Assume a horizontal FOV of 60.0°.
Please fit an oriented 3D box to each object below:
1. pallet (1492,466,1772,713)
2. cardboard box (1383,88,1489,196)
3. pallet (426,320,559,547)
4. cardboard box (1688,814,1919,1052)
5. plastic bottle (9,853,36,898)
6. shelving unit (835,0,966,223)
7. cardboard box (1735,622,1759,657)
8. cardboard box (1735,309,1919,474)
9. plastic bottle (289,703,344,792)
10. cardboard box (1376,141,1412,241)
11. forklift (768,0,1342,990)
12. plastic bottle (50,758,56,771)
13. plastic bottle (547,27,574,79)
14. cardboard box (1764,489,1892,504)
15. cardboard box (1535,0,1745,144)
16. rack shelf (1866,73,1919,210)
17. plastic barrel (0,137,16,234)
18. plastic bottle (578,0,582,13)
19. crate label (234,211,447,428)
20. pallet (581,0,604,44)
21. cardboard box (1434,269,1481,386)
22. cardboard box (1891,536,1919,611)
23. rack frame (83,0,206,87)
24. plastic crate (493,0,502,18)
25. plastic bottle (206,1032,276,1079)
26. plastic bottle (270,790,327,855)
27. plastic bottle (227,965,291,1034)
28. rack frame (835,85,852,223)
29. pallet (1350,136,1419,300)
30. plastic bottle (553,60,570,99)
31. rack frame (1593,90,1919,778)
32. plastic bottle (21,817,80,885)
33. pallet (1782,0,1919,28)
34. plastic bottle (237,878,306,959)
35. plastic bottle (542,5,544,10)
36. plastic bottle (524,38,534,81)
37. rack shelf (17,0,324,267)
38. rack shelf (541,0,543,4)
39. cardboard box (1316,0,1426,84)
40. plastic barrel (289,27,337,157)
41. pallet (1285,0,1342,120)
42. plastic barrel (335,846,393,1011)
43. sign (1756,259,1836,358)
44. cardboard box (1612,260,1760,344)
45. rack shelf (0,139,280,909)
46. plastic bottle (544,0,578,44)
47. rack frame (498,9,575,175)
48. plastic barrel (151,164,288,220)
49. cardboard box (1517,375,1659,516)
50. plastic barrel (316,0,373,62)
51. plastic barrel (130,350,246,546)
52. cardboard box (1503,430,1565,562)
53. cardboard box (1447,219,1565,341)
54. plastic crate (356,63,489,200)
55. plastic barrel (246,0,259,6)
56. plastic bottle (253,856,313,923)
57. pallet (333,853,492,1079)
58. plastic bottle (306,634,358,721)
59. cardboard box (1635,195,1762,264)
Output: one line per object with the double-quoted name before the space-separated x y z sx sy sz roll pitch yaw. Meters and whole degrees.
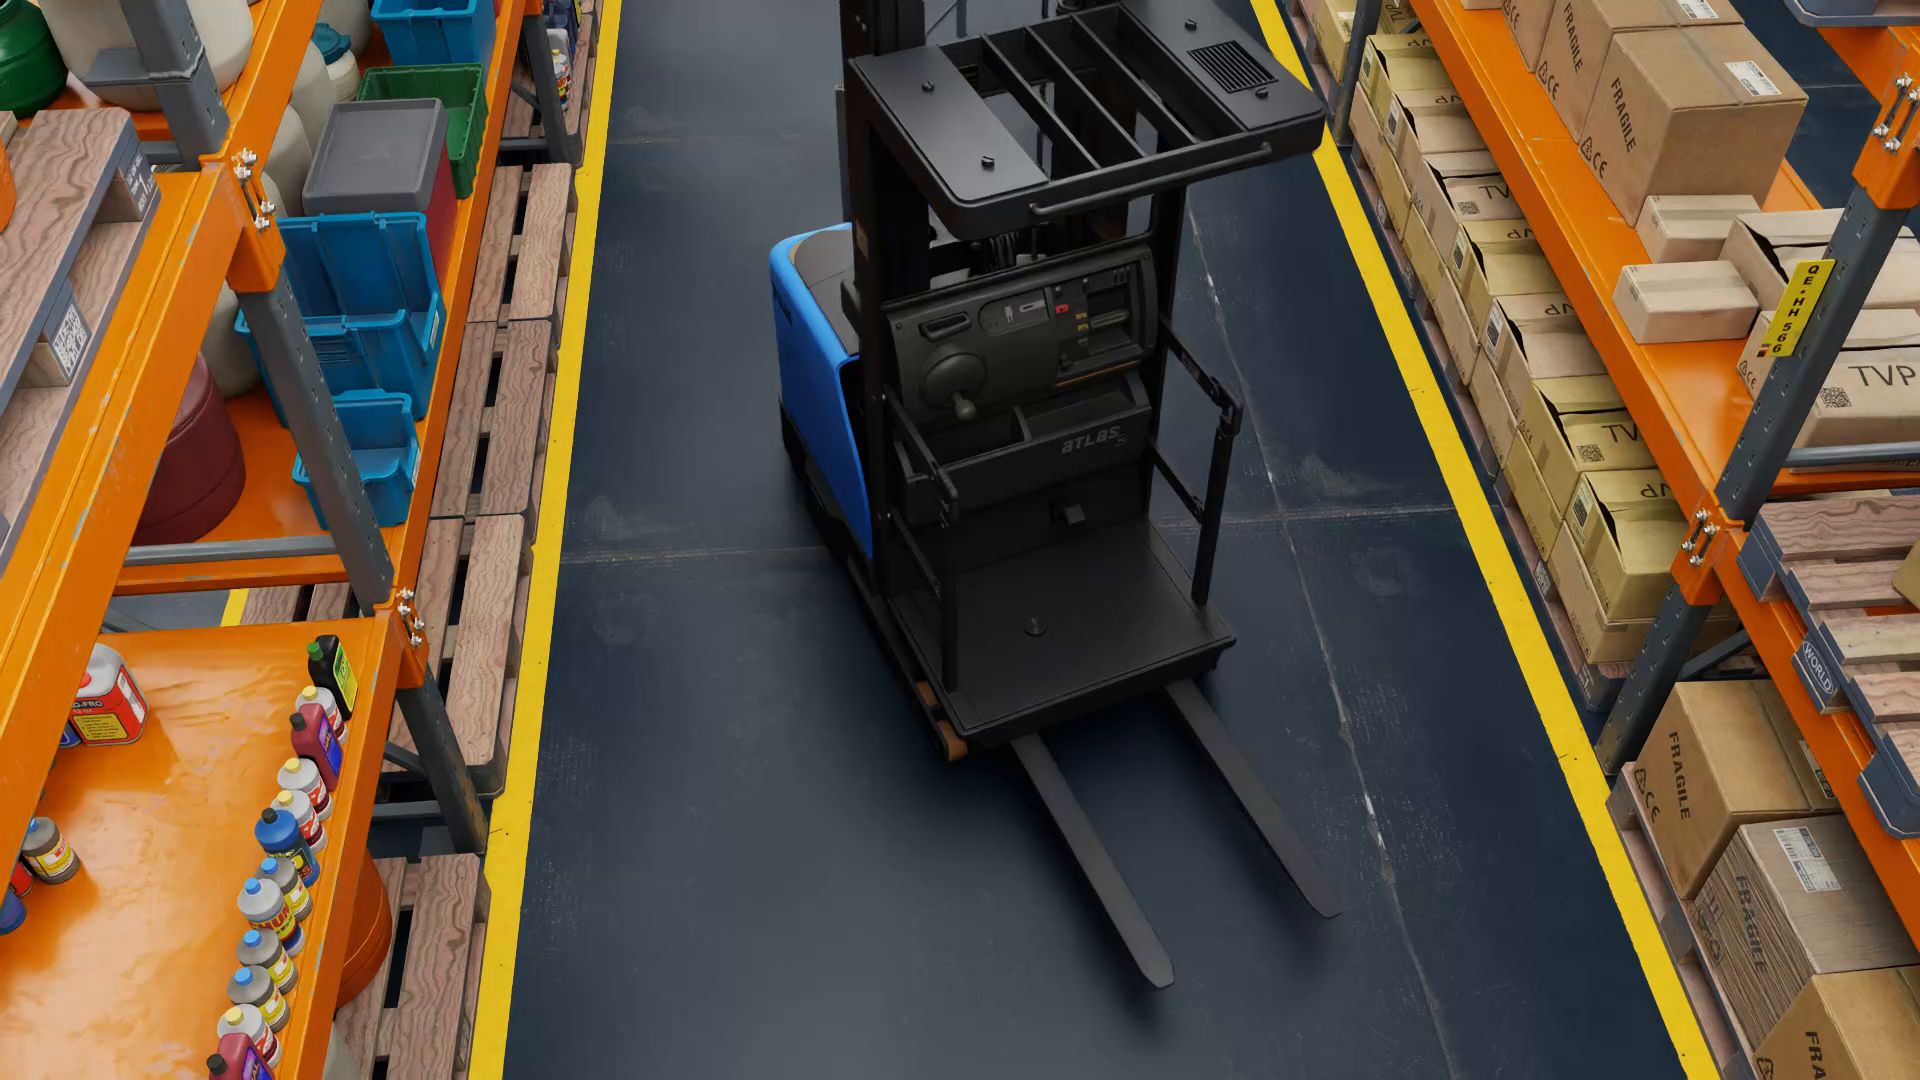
"pallet" 2.768 0.103 6.507 1.003 0.211 1.213 -3 47 -3
"cardboard box" 2.286 -1.867 7.670 0.500 0.311 0.500 -4 47 -4
"pallet" -2.263 -0.444 7.025 1.003 0.211 1.213 -3 47 -3
"cardboard box" 2.601 1.176 4.989 0.500 0.500 0.500 -5 47 -5
"plastic bottle" -2.385 0.751 4.058 0.152 0.276 0.135 -3 47 -3
"shelving unit" -0.224 -1.572 7.206 0.538 1.500 1.048 0 47 0
"cardboard box" 3.047 0.147 6.149 0.500 0.250 0.500 -4 47 -3
"cardboard box" 2.811 -0.493 5.212 0.500 0.311 0.500 -1 47 -1
"plastic bottle" -1.660 0.515 4.277 0.061 0.283 0.133 -3 47 -3
"cardboard box" 2.292 -1.674 7.874 0.500 0.250 0.500 -2 47 -2
"forklift" 0.308 -0.571 5.272 1.130 2.935 3.031 -18 49 -16
"plastic bottle" -2.442 0.504 4.296 0.097 0.271 0.097 0 47 0
"plastic bottle" -2.117 -2.557 8.679 0.152 0.276 0.135 -2 47 -2
"cardboard box" 3.047 -0.046 5.946 0.500 0.311 0.500 -2 47 -2
"cardboard box" 2.597 -1.886 6.401 0.500 0.500 0.500 -3 47 -3
"rack shelf" 2.966 0.406 2.729 1.077 0.370 4.000 -3 47 -3
"plastic barrel" -2.094 -0.872 2.859 0.600 0.830 0.708 -3 47 -3
"plastic bottle" -2.143 -2.994 9.144 0.097 0.201 0.097 0 47 0
"crate label" -1.952 -0.706 5.329 0.502 0.435 0.616 -3 47 -3
"pallet" -2.593 -3.267 9.699 1.003 0.211 1.213 -3 47 -3
"cardboard box" 2.379 -0.931 7.170 0.500 0.250 0.500 -3 47 -3
"cardboard box" 2.963 0.013 4.314 0.700 0.500 0.500 -18 49 -16
"rack frame" -2.138 -2.022 2.467 1.000 3.000 0.127 -3 47 -3
"plastic crate" -2.128 -2.543 7.049 0.402 0.464 0.583 -3 47 -3
"plastic bottle" -1.583 1.175 3.652 0.061 0.283 0.133 -3 47 -3
"plastic bottle" -1.660 0.698 4.160 0.097 0.201 0.097 0 47 0
"plastic bottle" -1.619 1.050 3.826 0.097 0.201 0.097 0 47 0
"rack frame" -0.224 -1.203 6.857 0.500 1.500 0.032 0 47 0
"pallet" 2.564 -1.662 8.179 1.003 0.211 1.213 -3 47 -3
"plastic bottle" -2.071 -2.373 8.556 0.097 0.201 0.097 0 47 0
"rack frame" 2.798 -0.257 4.928 1.000 3.000 0.127 -3 47 -3
"plastic bottle" -2.263 0.756 4.105 0.097 0.201 0.097 0 47 0
"pallet" 2.652 -1.709 4.367 1.213 0.211 1.003 -2 47 -1
"plastic bottle" -1.636 0.885 3.934 0.097 0.271 0.097 0 47 0
"plastic bottle" -2.260 -2.773 8.886 0.097 0.271 0.097 0 47 0
"plastic bottle" -2.223 -2.553 8.670 0.061 0.283 0.133 -3 47 -3
"rack shelf" -2.306 -2.190 5.188 1.077 0.370 4.000 -3 47 -3
"rack shelf" -2.640 -4.053 9.018 1.077 0.370 4.000 -3 47 -3
"cardboard box" 2.207 -2.673 8.820 0.500 0.250 0.500 -3 47 -3
"plastic barrel" -2.550 -1.663 6.166 0.433 0.535 0.433 0 47 0
"pallet" 2.438 -2.771 9.228 1.003 0.211 1.213 -3 47 -3
"plastic barrel" -2.080 0.996 4.946 0.600 0.830 0.708 -3 47 -3
"sign" 2.245 -0.619 4.473 0.100 0.325 0.005 -3 47 -3
"cardboard box" 2.448 -0.805 5.619 0.380 0.149 0.250 -3 47 -3
"rack shelf" -1.971 0.704 2.447 1.077 0.370 4.000 -3 47 -3
"plastic bottle" -2.143 -2.839 8.894 0.144 0.351 0.185 -5 47 -5
"rack frame" -2.473 -2.853 7.386 1.000 3.000 0.127 -3 47 -3
"plastic barrel" -2.472 -1.034 5.586 0.421 0.512 0.421 0 47 0
"cardboard box" 2.459 -0.389 6.271 0.500 0.311 0.500 -4 47 -4
"plastic barrel" -2.611 -2.194 6.669 0.433 0.535 0.433 0 47 0
"plastic barrel" -2.479 -0.323 4.896 0.600 0.536 0.708 -3 47 -3
"cardboard box" 2.464 -0.195 6.473 0.500 0.250 0.500 -4 47 -4
"cardboard box" 2.380 -1.117 6.960 0.500 0.311 0.500 -2 47 -2
"plastic crate" -2.046 -1.537 6.286 0.450 0.188 0.662 -3 47 -3
"plastic barrel" -1.991 -1.770 3.949 0.600 0.901 0.600 0 47 0
"plastic bottle" -1.644 0.839 4.026 0.097 0.201 0.097 0 47 0
"pallet" -2.031 1.568 5.120 1.003 0.211 1.213 -3 47 -3
"plastic bottle" -1.679 0.348 4.435 0.061 0.283 0.133 -3 47 -3
"cardboard box" 2.635 -1.090 5.890 0.380 0.149 0.250 0 47 0
